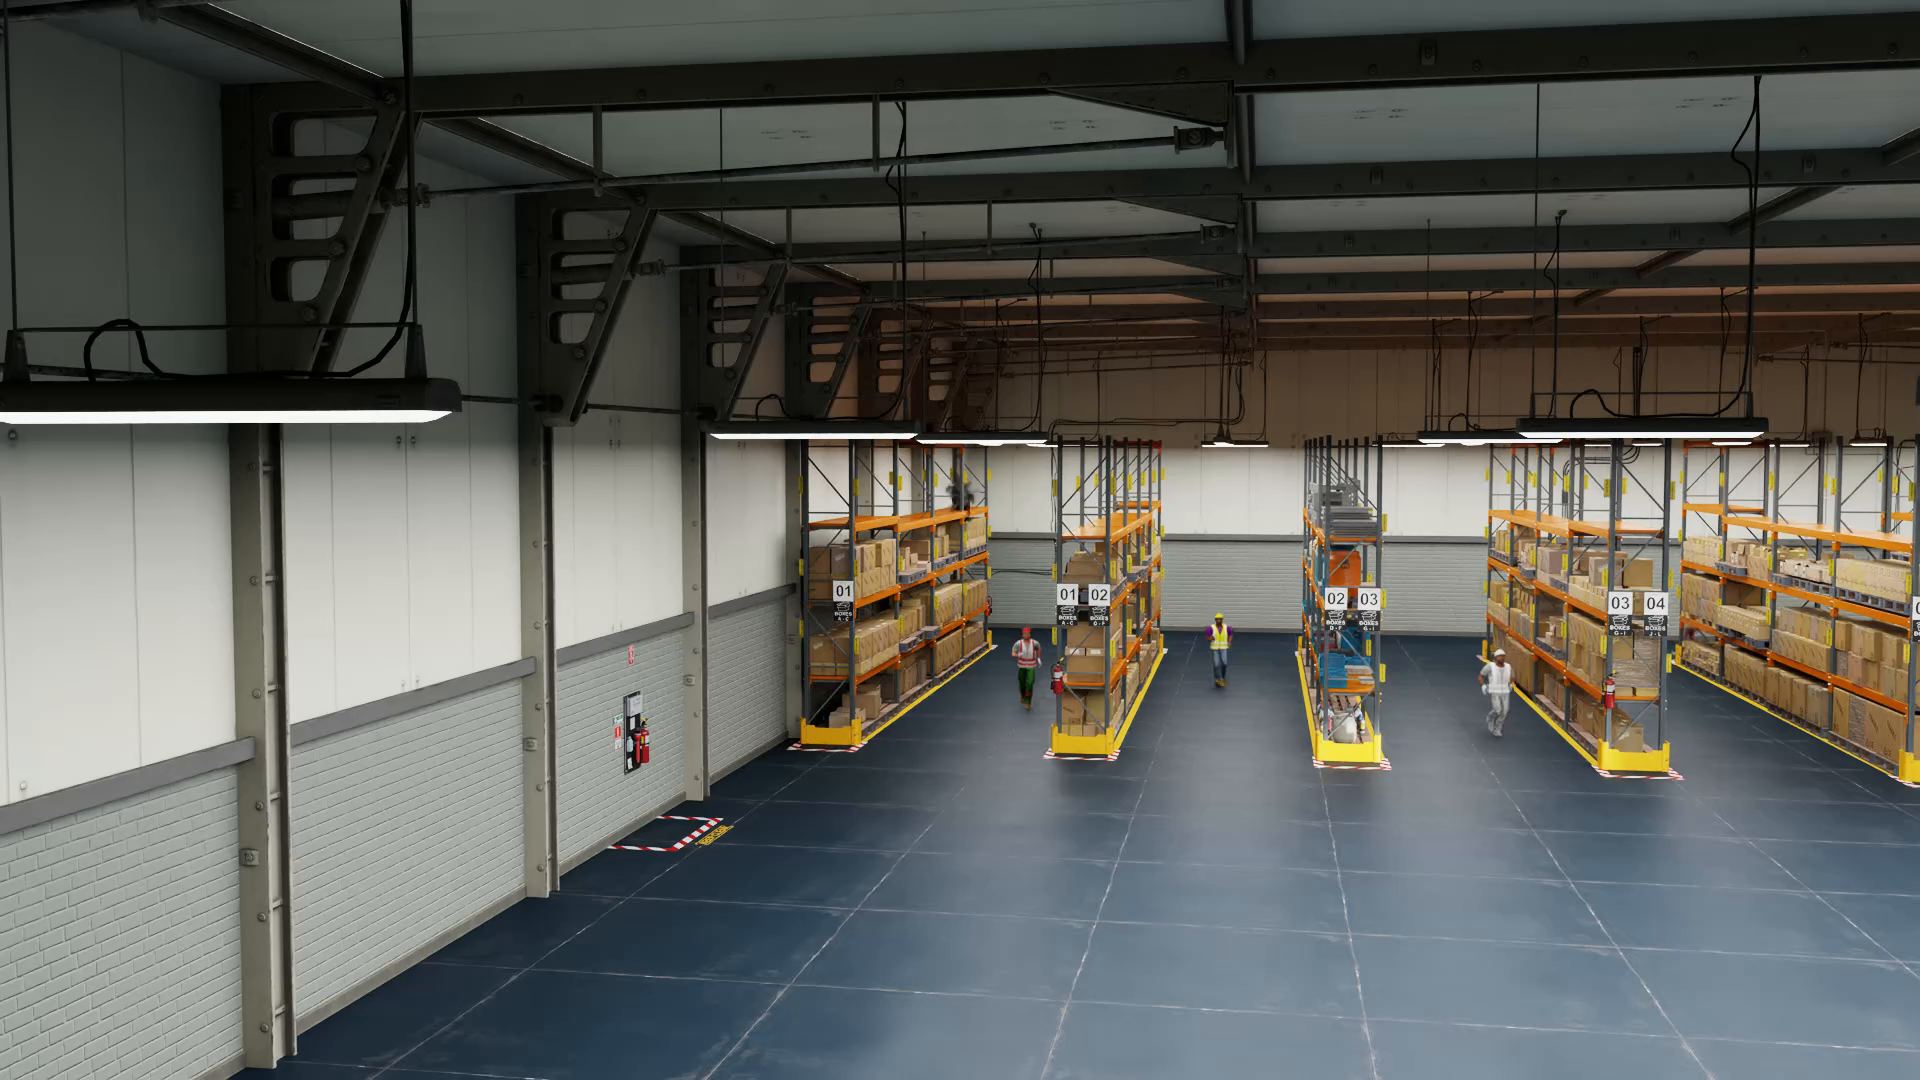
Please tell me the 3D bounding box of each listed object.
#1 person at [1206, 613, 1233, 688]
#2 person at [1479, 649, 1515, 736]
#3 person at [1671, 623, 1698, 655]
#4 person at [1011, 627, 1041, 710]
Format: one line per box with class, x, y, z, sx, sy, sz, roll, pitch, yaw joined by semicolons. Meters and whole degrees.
person;6.279;2.673;40.222;0.677;1.795;0.683;0;3;5
person;10.760;3.053;33.139;0.677;1.735;0.584;0;3;-5
person;20.033;2.407;45.824;0.939;1.602;0.619;3;4;44
person;1.465;2.808;36.737;0.664;1.772;0.999;0;3;1
